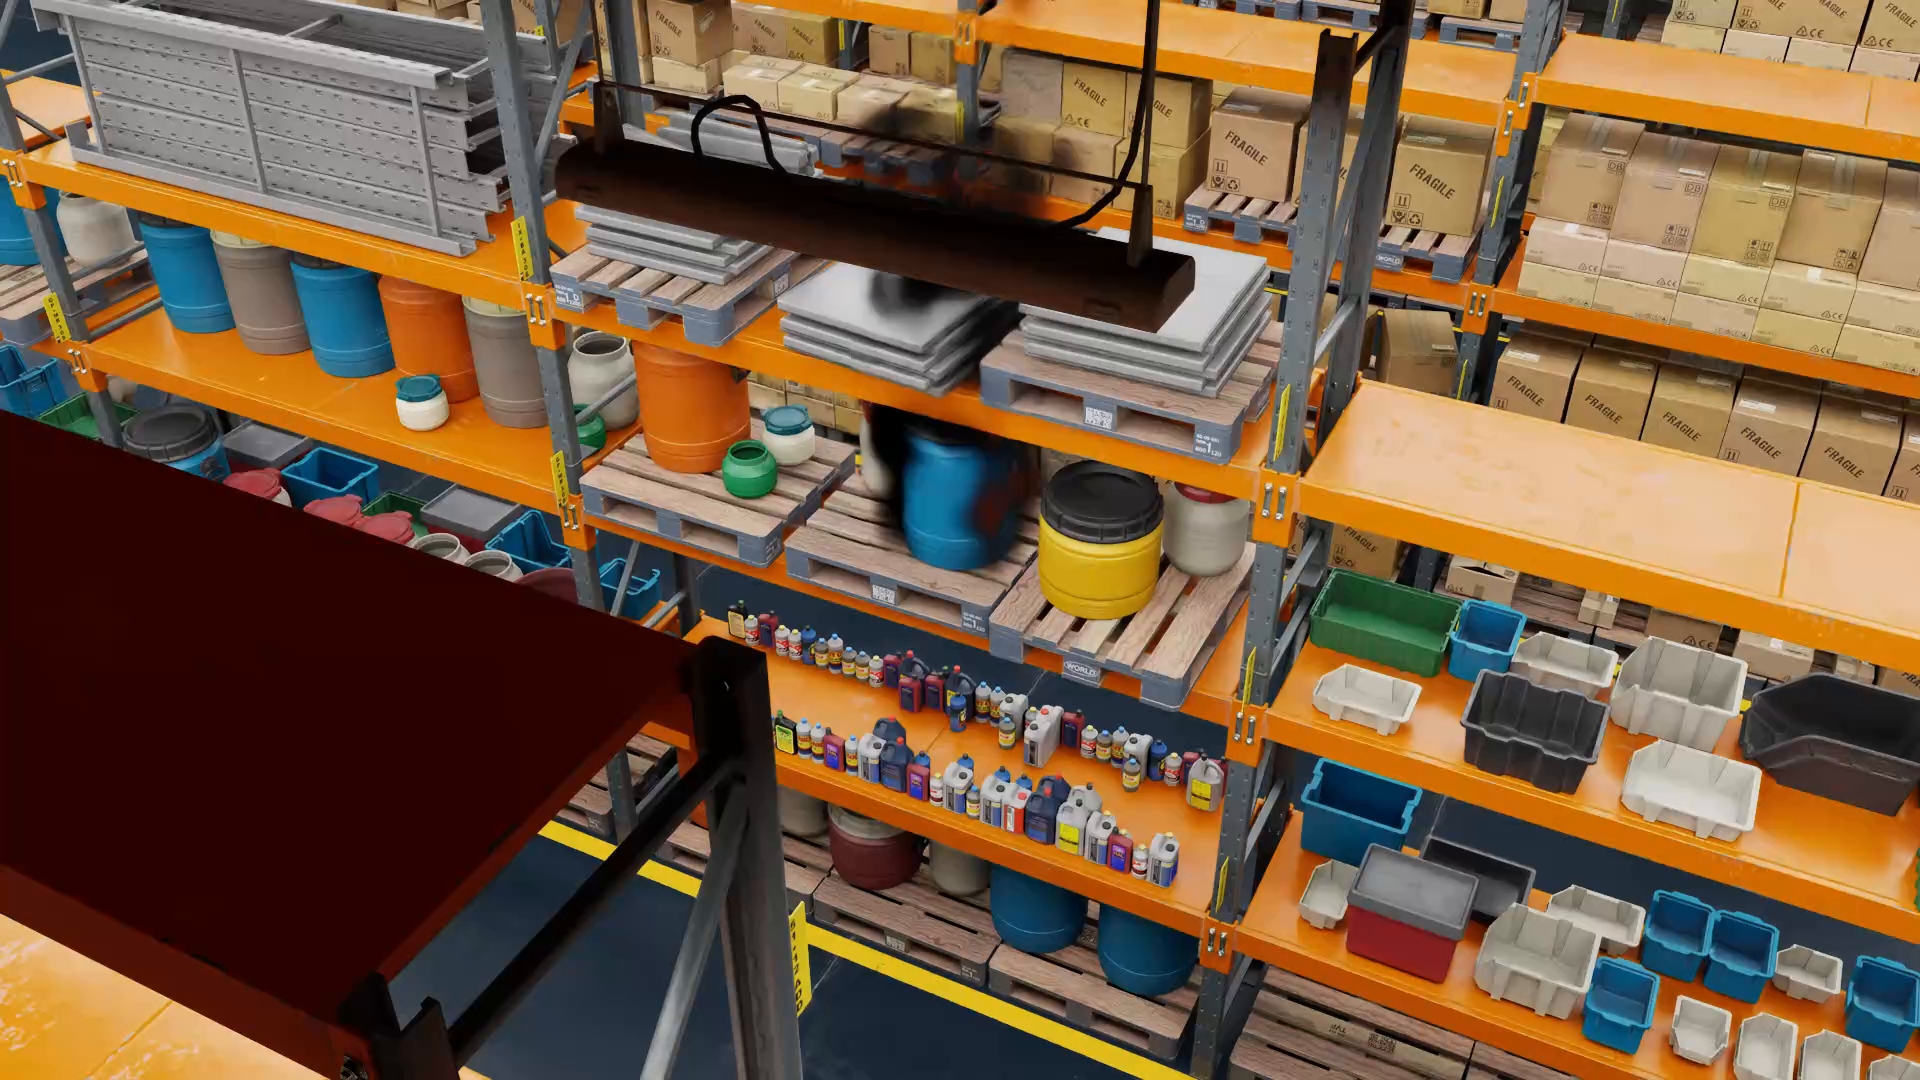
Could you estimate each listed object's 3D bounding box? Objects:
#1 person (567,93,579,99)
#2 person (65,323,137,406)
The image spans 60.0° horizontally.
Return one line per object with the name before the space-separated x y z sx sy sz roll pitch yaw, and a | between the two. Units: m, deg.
person | -4.138 -4.060 18.047 0.721 1.669 0.625 10 36 14
person | -7.264 -1.312 14.262 0.867 1.692 0.676 14 37 19
